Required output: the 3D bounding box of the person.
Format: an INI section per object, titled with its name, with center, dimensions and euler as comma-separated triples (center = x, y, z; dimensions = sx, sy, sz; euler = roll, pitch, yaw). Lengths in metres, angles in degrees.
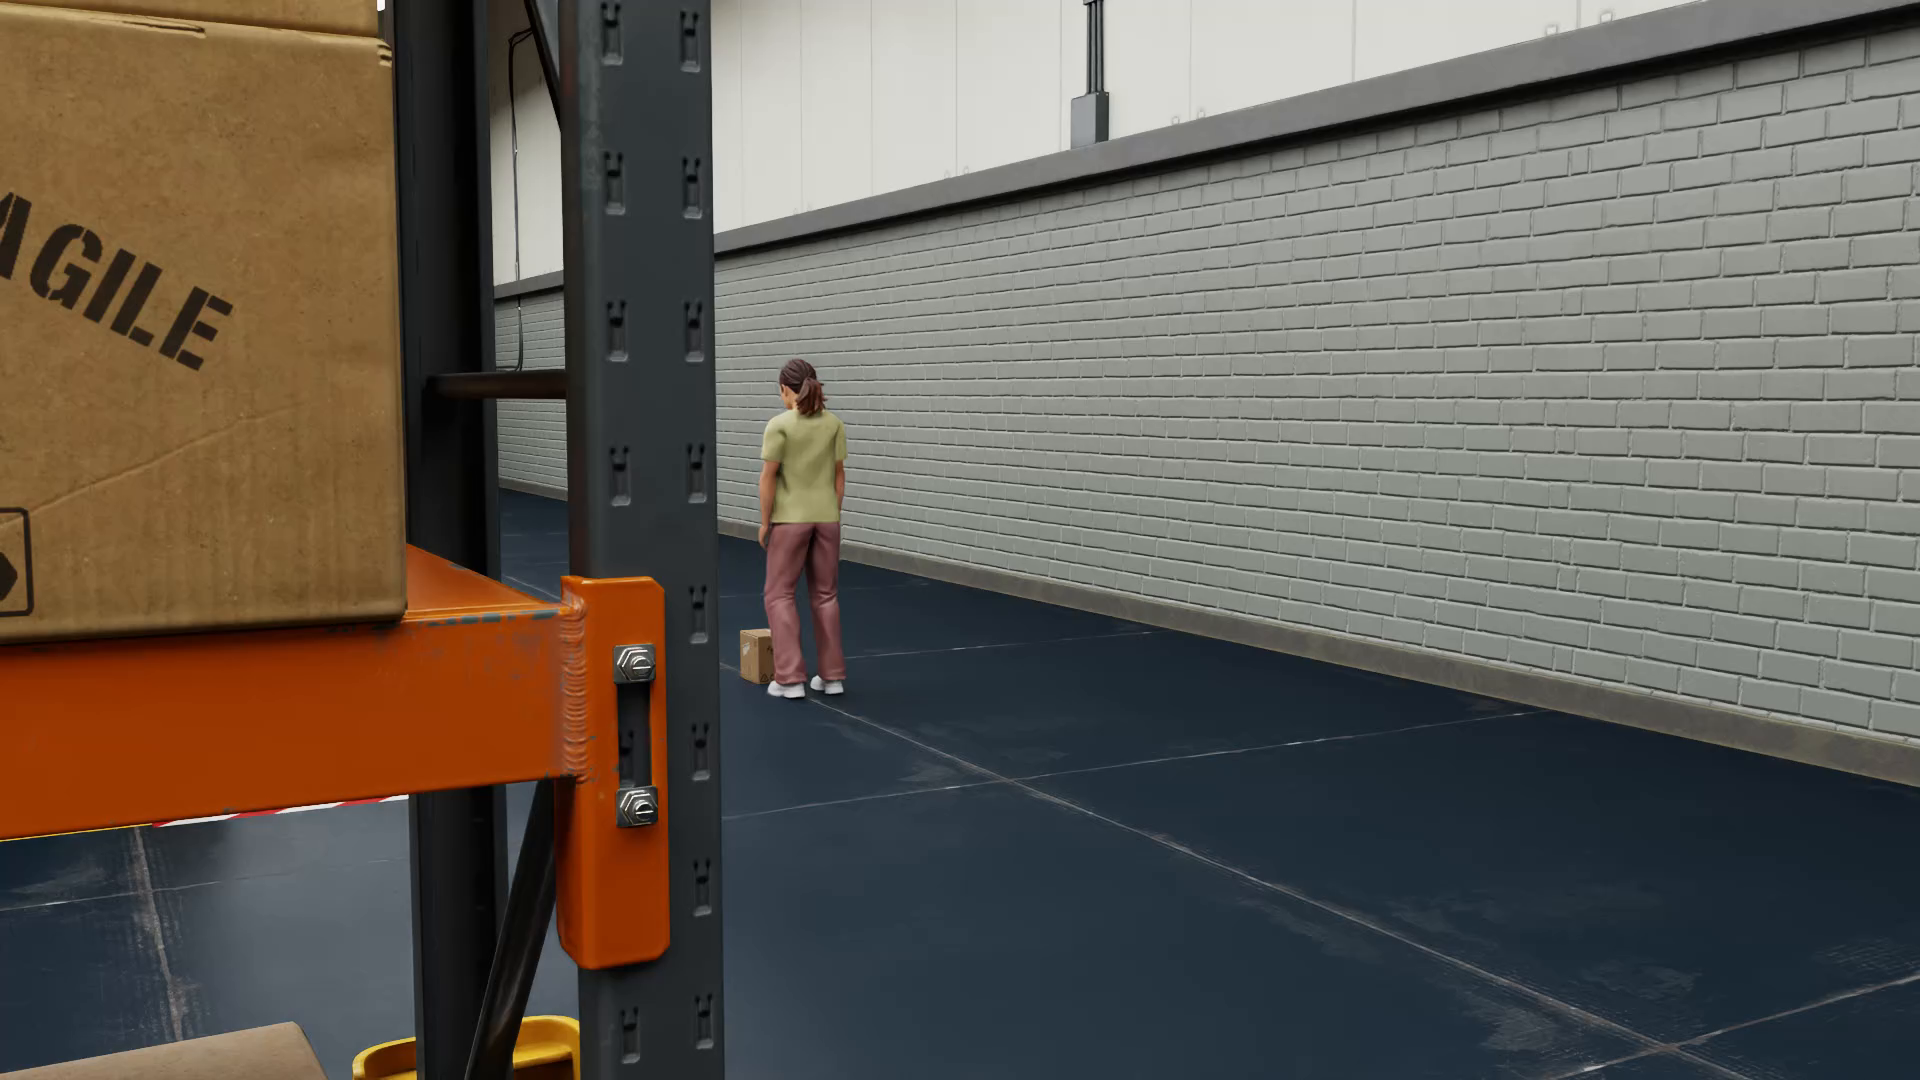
[person]
center = -0.778, -0.057, 8.203
dimensions = 0.452, 1.666, 0.354
euler = -3, 6, -28
